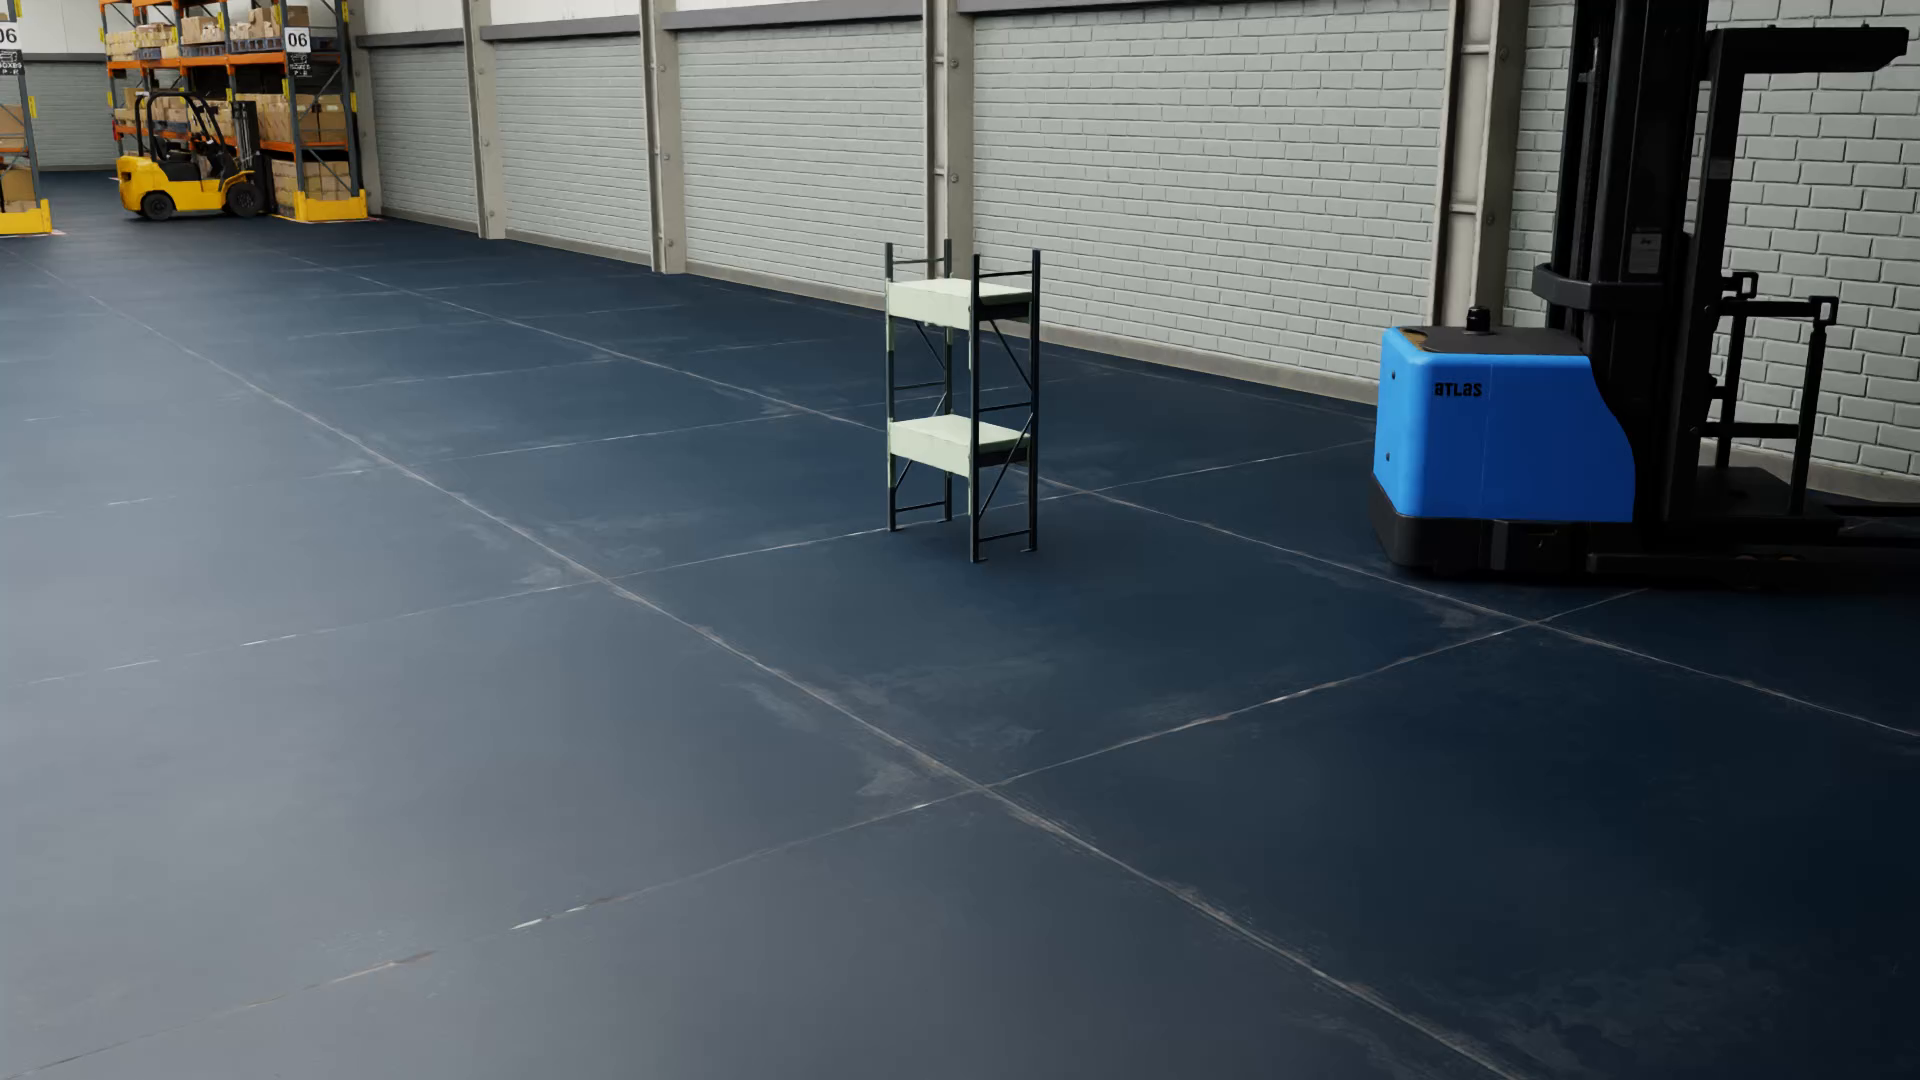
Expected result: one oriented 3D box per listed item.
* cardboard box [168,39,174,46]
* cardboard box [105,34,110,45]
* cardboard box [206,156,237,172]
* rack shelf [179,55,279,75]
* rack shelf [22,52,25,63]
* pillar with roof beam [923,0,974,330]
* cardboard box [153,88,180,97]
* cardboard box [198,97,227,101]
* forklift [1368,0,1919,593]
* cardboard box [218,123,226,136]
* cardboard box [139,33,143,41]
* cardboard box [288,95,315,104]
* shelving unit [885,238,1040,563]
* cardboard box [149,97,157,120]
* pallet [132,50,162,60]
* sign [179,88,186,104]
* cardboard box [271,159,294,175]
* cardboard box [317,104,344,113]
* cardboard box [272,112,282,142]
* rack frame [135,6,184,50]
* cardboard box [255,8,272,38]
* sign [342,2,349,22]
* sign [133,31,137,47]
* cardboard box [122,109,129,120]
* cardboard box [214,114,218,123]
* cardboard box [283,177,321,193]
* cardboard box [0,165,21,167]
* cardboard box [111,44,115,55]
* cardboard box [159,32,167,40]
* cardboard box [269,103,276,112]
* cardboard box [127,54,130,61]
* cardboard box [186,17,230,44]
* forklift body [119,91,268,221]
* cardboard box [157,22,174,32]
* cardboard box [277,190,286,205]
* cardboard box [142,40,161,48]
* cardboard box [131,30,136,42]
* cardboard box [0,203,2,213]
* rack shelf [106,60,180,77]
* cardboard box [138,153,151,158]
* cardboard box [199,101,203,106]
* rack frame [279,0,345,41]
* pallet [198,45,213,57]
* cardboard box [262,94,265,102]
[{"bbox_3d":[-16.571,-10.555,35.306,0.380,0.149,0.250,-11,19,-35],"label":"cardboard box"},{"bbox_3d":[-20.362,-12.119,40.264,0.500,0.250,0.500,-11,19,-35],"label":"cardboard box"},{"bbox_3d":[-14.970,-7.569,34.251,0.875,0.625,0.625,-10,18,-33],"label":"cardboard box"},{"bbox_3d":[-14.540,-9.458,33.131,1.077,0.370,4.000,-11,19,-35],"label":"rack shelf"},{"bbox_3d":[-16.201,-7.833,27.193,1.077,0.370,4.000,-11,19,-35],"label":"rack shelf"},{"bbox_3d":[-3.591,-5.747,12.529,9.100,9.000,0.400,-11,19,-35],"label":"pillar with roof beam"},{"bbox_3d":[-18.728,-10.432,39.308,0.500,0.500,0.500,-11,19,-36],"label":"cardboard box"},{"bbox_3d":[-15.892,-9.170,35.414,0.500,0.500,0.500,-10,18,-32],"label":"cardboard box"},{"bbox_3d":[3.612,-1.316,7.834,3.031,2.935,1.130,2,15,6],"label":"forklift"},{"bbox_3d":[-14.172,-8.032,32.526,0.500,0.250,0.500,-11,19,-35],"label":"cardboard box"},{"bbox_3d":[-17.918,-11.121,36.771,0.380,0.149,0.250,-11,19,-36],"label":"cardboard box"},{"bbox_3d":[-11.393,-7.625,28.773,0.380,0.149,0.250,-11,19,-34],"label":"cardboard box"},{"bbox_3d":[0.004,-0.722,8.373,0.431,1.500,0.755,-11,19,-35],"label":"shelving unit"},{"bbox_3d":[-17.660,-9.642,37.137,0.700,0.500,0.500,-11,19,-34],"label":"cardboard box"},{"bbox_3d":[-17.741,-10.845,37.194,1.213,0.211,1.003,-11,19,-35],"label":"pallet"},{"bbox_3d":[-16.149,-9.219,34.535,0.100,0.325,0.005,-11,19,-35],"label":"sign"},{"bbox_3d":[-12.145,-6.700,29.892,0.500,0.250,0.500,-11,19,-34],"label":"cardboard box"},{"bbox_3d":[-11.002,-7.551,29.064,0.380,0.149,0.250,-11,19,-36],"label":"cardboard box"},{"bbox_3d":[-11.811,-7.302,29.383,0.500,0.500,0.500,-10,18,-33],"label":"cardboard box"},{"bbox_3d":[-18.068,-12.533,37.321,1.000,3.000,0.127,-11,19,-35],"label":"rack frame"},{"bbox_3d":[-11.991,-9.114,29.336,0.700,0.500,0.500,-11,19,-34],"label":"cardboard box"},{"bbox_3d":[-10.560,-9.068,28.539,0.100,0.325,0.005,-11,19,-35],"label":"sign"},{"bbox_3d":[-18.502,-11.250,37.336,0.100,0.325,0.005,-11,19,-35],"label":"sign"},{"bbox_3d":[-19.774,-10.211,39.921,0.500,0.250,0.500,-11,19,-36],"label":"cardboard box"},{"bbox_3d":[-14.464,-8.384,32.863,0.500,0.250,0.500,-10,18,-33],"label":"cardboard box"},{"bbox_3d":[-11.551,-6.250,29.195,0.500,0.250,0.500,-11,19,-35],"label":"cardboard box"},{"bbox_3d":[-15.889,-5.983,27.748,0.500,0.500,0.500,-10,18,-33],"label":"cardboard box"},{"bbox_3d":[-20.064,-11.769,39.933,0.500,0.250,0.500,-10,18,-33],"label":"cardboard box"},{"bbox_3d":[-16.920,-10.800,35.637,0.380,0.149,0.250,-11,19,-34],"label":"cardboard box"},{"bbox_3d":[-12.052,-7.688,29.565,0.380,0.149,0.250,-12,19,-36],"label":"cardboard box"},{"bbox_3d":[-19.238,-11.275,38.883,0.380,0.149,0.250,-11,19,-34],"label":"cardboard box"},{"bbox_3d":[-15.110,-10.246,33.475,0.700,0.500,0.500,-11,19,-36],"label":"cardboard box"},{"bbox_3d":[-13.603,-6.789,29.308,2.313,2.155,1.214,-11,19,-35],"label":"forklift body"},{"bbox_3d":[-17.832,-11.504,37.388,0.396,0.266,0.258,-11,19,-35],"label":"cardboard box"},{"bbox_3d":[-11.829,-6.112,29.640,0.500,0.250,0.500,-11,19,-35],"label":"cardboard box"},{"bbox_3d":[-17.782,-10.924,36.614,0.380,0.149,0.250,-11,19,-34],"label":"cardboard box"},{"bbox_3d":[-18.559,-11.469,37.889,0.500,0.250,0.500,-11,19,-34],"label":"cardboard box"},{"bbox_3d":[-15.732,-5.318,26.738,0.500,0.250,0.500,-11,19,-35],"label":"cardboard box"},{"bbox_3d":[-19.244,-11.166,39.373,1.077,0.370,4.000,-11,19,-35],"label":"rack shelf"},{"bbox_3d":[-19.055,-8.935,39.479,0.700,0.500,0.500,-12,19,-37],"label":"cardboard box"},{"bbox_3d":[-15.273,-8.871,33.888,0.380,0.149,0.250,-11,19,-34],"label":"cardboard box"},{"bbox_3d":[-11.012,-9.971,27.959,1.000,3.000,0.127,-11,19,-35],"label":"rack frame"},{"bbox_3d":[-14.585,-9.772,33.272,1.003,0.211,1.213,-10,18,-32],"label":"pallet"},{"bbox_3d":[-12.434,-8.008,30.172,0.380,0.149,0.250,-11,19,-34],"label":"cardboard box"}]
